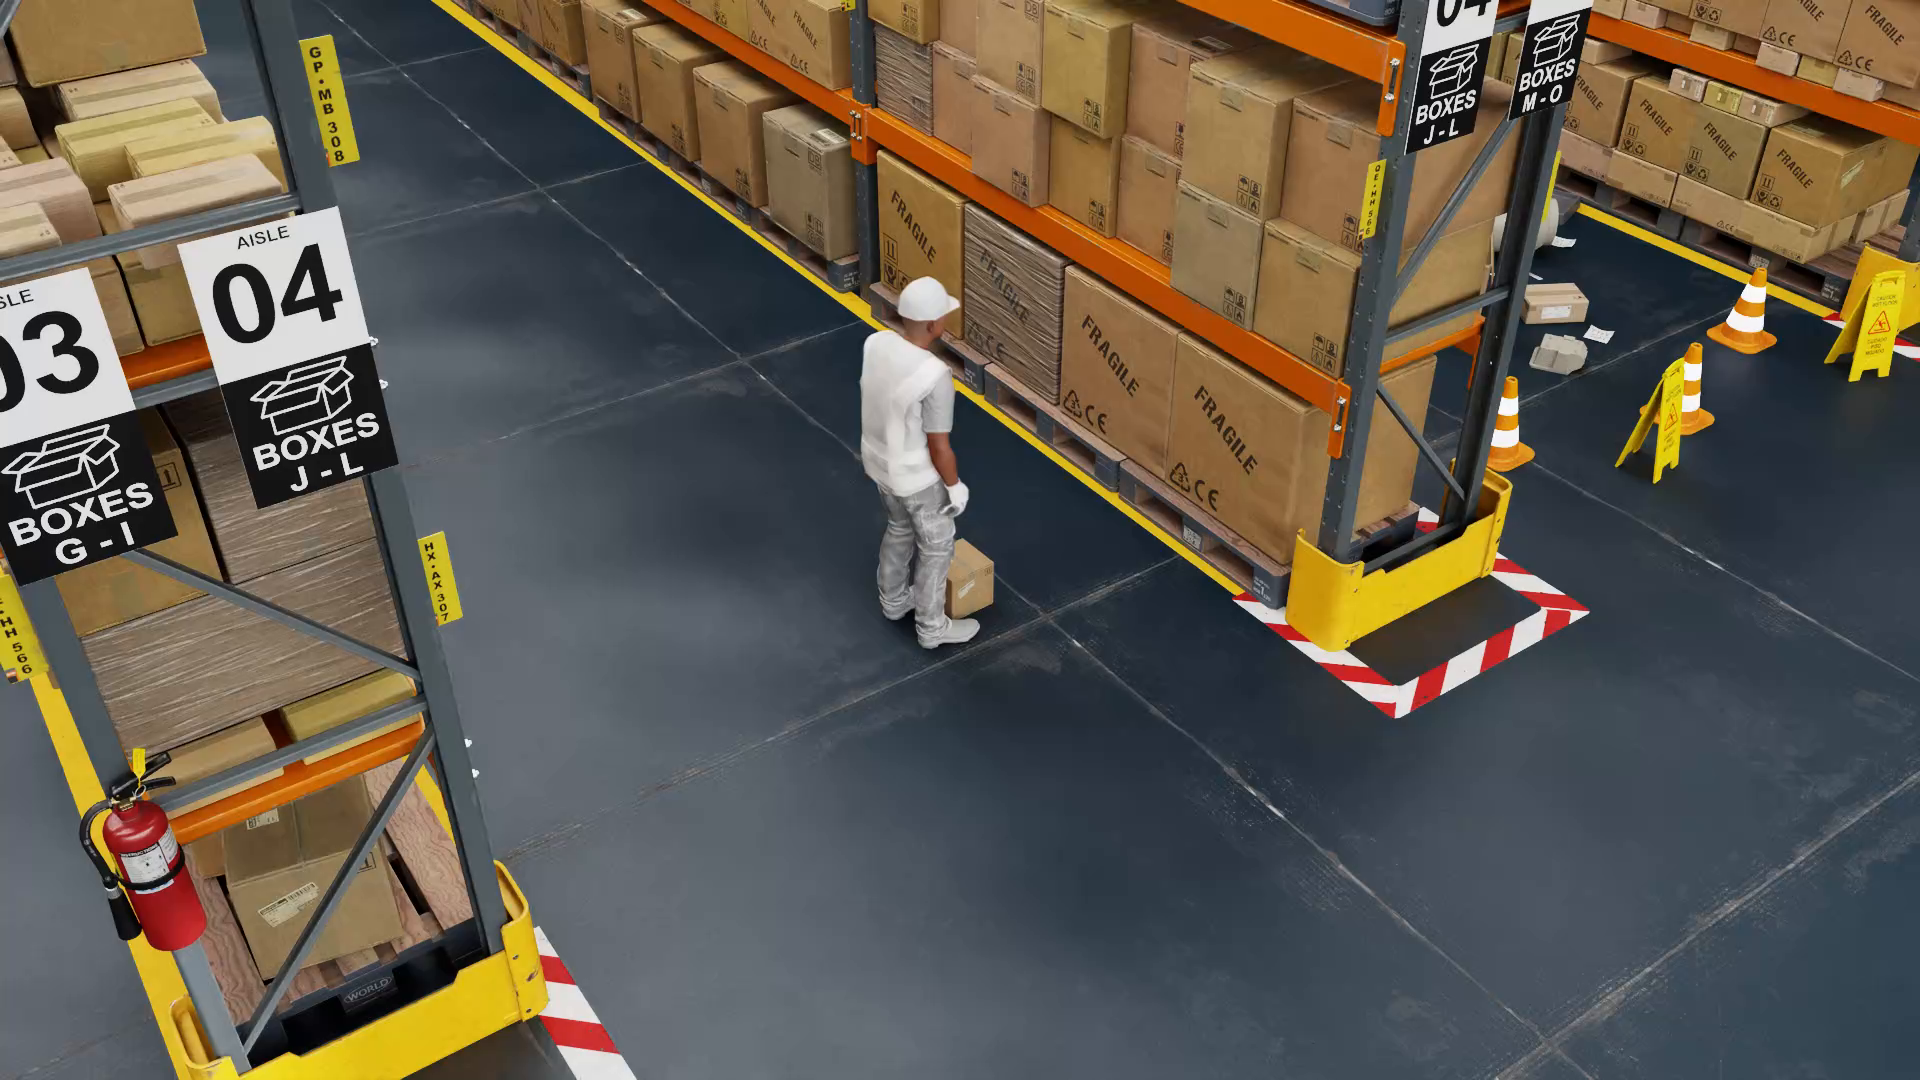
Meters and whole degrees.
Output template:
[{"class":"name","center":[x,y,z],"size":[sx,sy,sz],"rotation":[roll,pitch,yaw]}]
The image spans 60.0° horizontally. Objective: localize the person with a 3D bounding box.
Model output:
[{"class":"person","center":[-0.190,-0.339,7.459],"size":[0.450,1.774,0.617],"rotation":[-23,42,-28]}]
